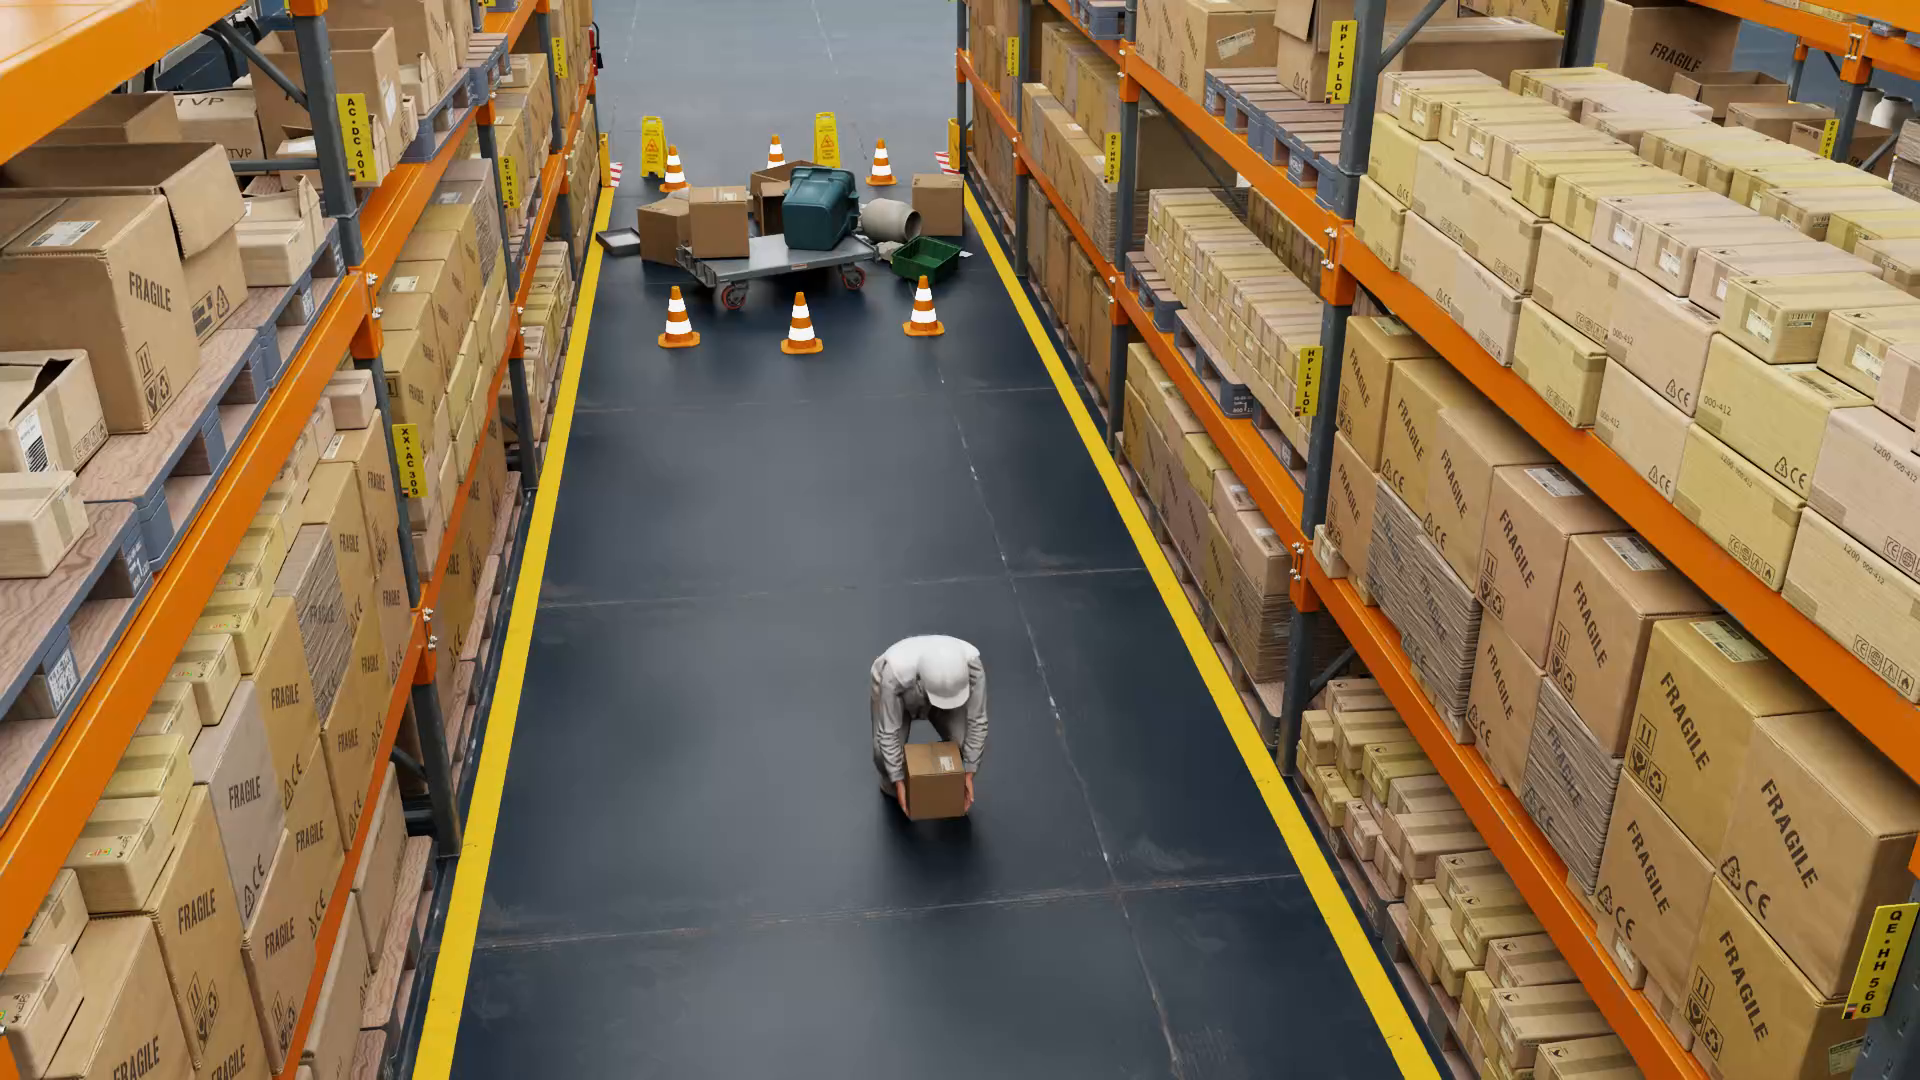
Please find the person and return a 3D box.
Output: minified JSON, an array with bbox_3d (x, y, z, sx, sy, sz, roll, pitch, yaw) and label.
[{"bbox_3d":[-0.157,0.798,7.880,0.539,1.001,0.871,-4,27,-7],"label":"person"}]
